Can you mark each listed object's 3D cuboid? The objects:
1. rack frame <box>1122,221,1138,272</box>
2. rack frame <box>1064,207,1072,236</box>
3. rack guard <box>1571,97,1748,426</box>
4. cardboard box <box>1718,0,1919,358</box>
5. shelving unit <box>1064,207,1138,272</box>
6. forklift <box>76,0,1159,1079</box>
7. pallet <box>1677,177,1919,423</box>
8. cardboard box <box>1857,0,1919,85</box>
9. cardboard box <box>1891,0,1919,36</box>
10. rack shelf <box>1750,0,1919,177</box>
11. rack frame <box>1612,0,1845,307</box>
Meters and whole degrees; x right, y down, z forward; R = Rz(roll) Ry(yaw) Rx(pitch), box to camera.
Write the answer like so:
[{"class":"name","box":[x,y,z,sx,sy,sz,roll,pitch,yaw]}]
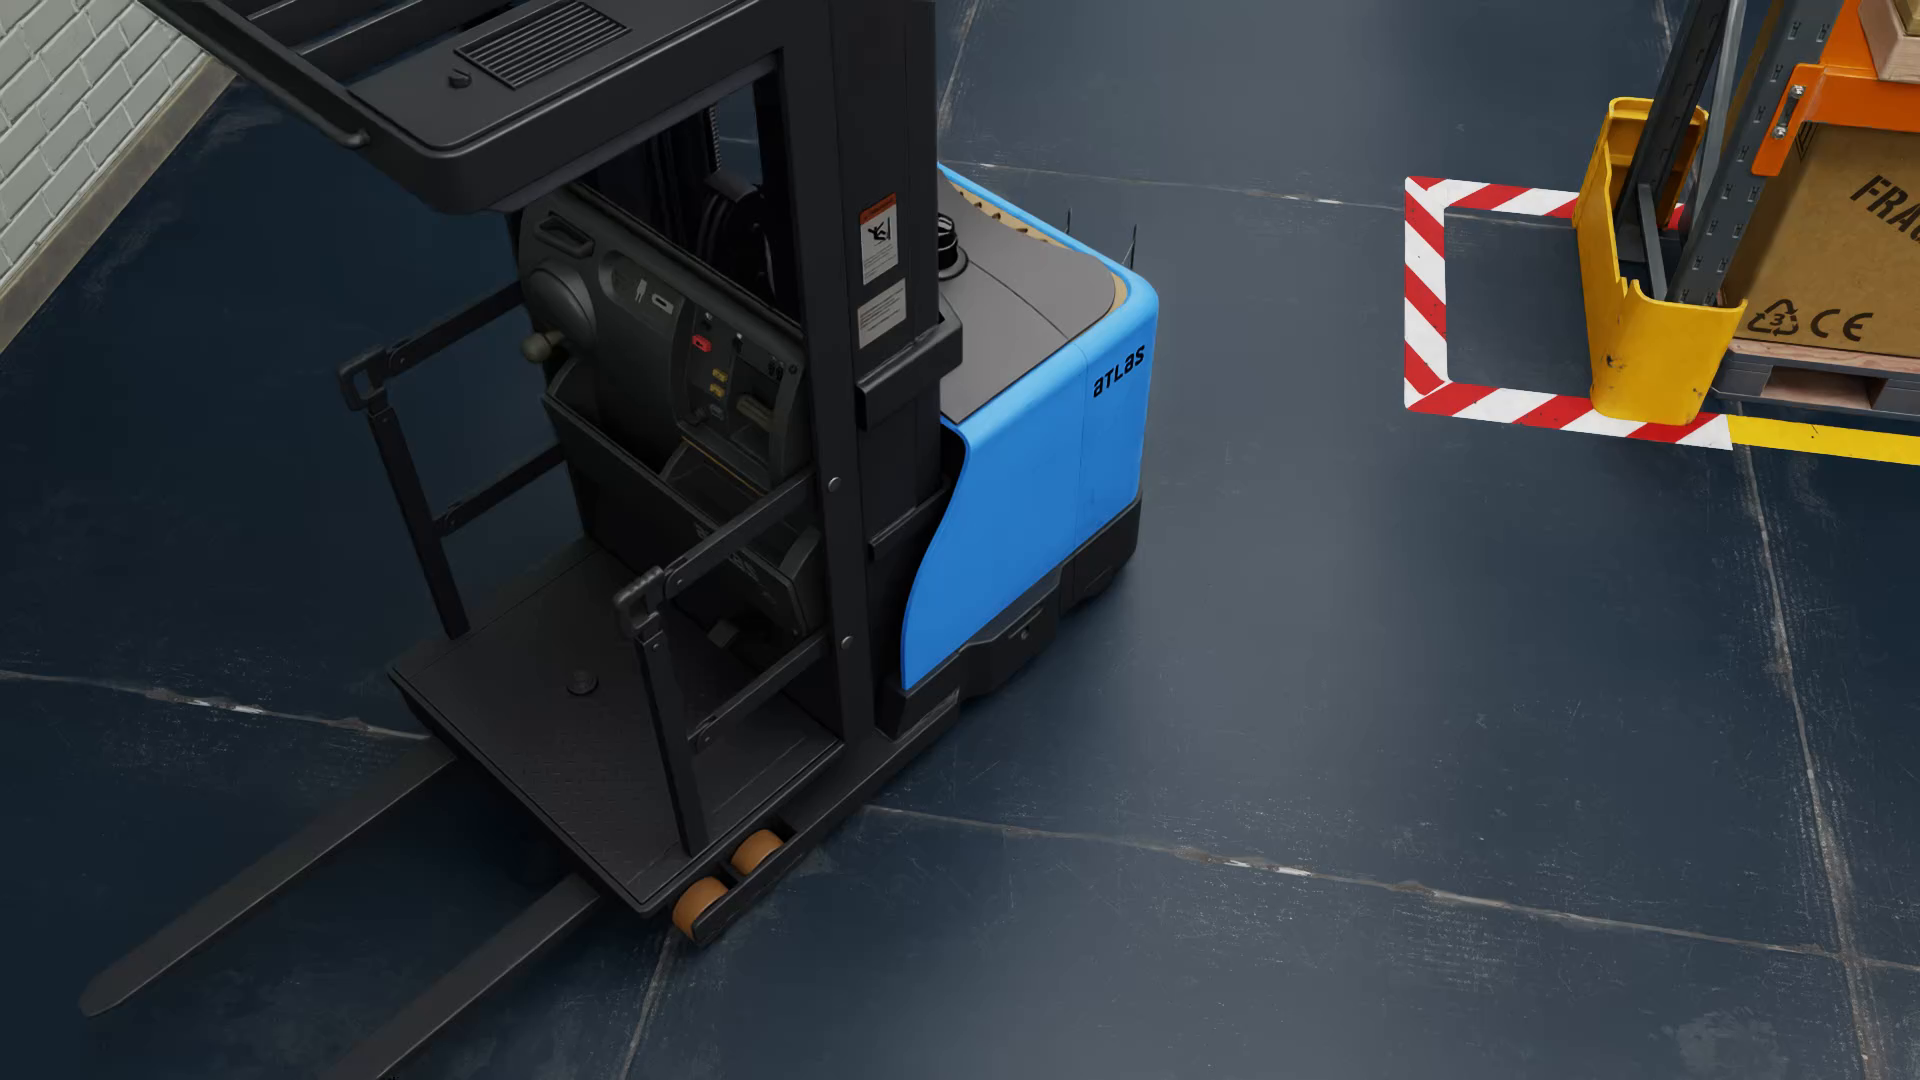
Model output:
[{"class":"rack frame","box":[0.478,-0.550,5.139,0.006,0.900,0.240,16,50,14]},{"class":"rack frame","box":[0.287,-0.603,5.187,0.006,0.900,0.240,16,50,14]},{"class":"rack guard","box":[2.414,-0.993,5.806,0.348,0.500,1.175,8,49,7]},{"class":"cardboard box","box":[3.082,-1.230,5.484,0.875,0.875,0.875,8,49,7]},{"class":"shelving unit","box":[0.383,-0.577,5.163,0.210,0.900,0.258,16,50,14]},{"class":"forklift","box":[-0.828,-0.379,3.620,1.130,2.935,3.031,35,57,27]},{"class":"pallet","box":[3.238,-0.845,5.867,1.213,0.211,1.003,8,49,7]},{"class":"cardboard box","box":[2.728,-1.453,4.708,0.250,0.149,0.380,8,49,7]},{"class":"cardboard box","box":[2.862,-1.614,4.584,0.500,0.250,0.500,7,48,6]},{"class":"rack shelf","box":[4.406,-1.320,4.904,4.000,0.370,1.077,8,49,7]},{"class":"rack frame","box":[2.438,-1.826,4.874,0.127,3.000,1.000,8,49,7]}]
